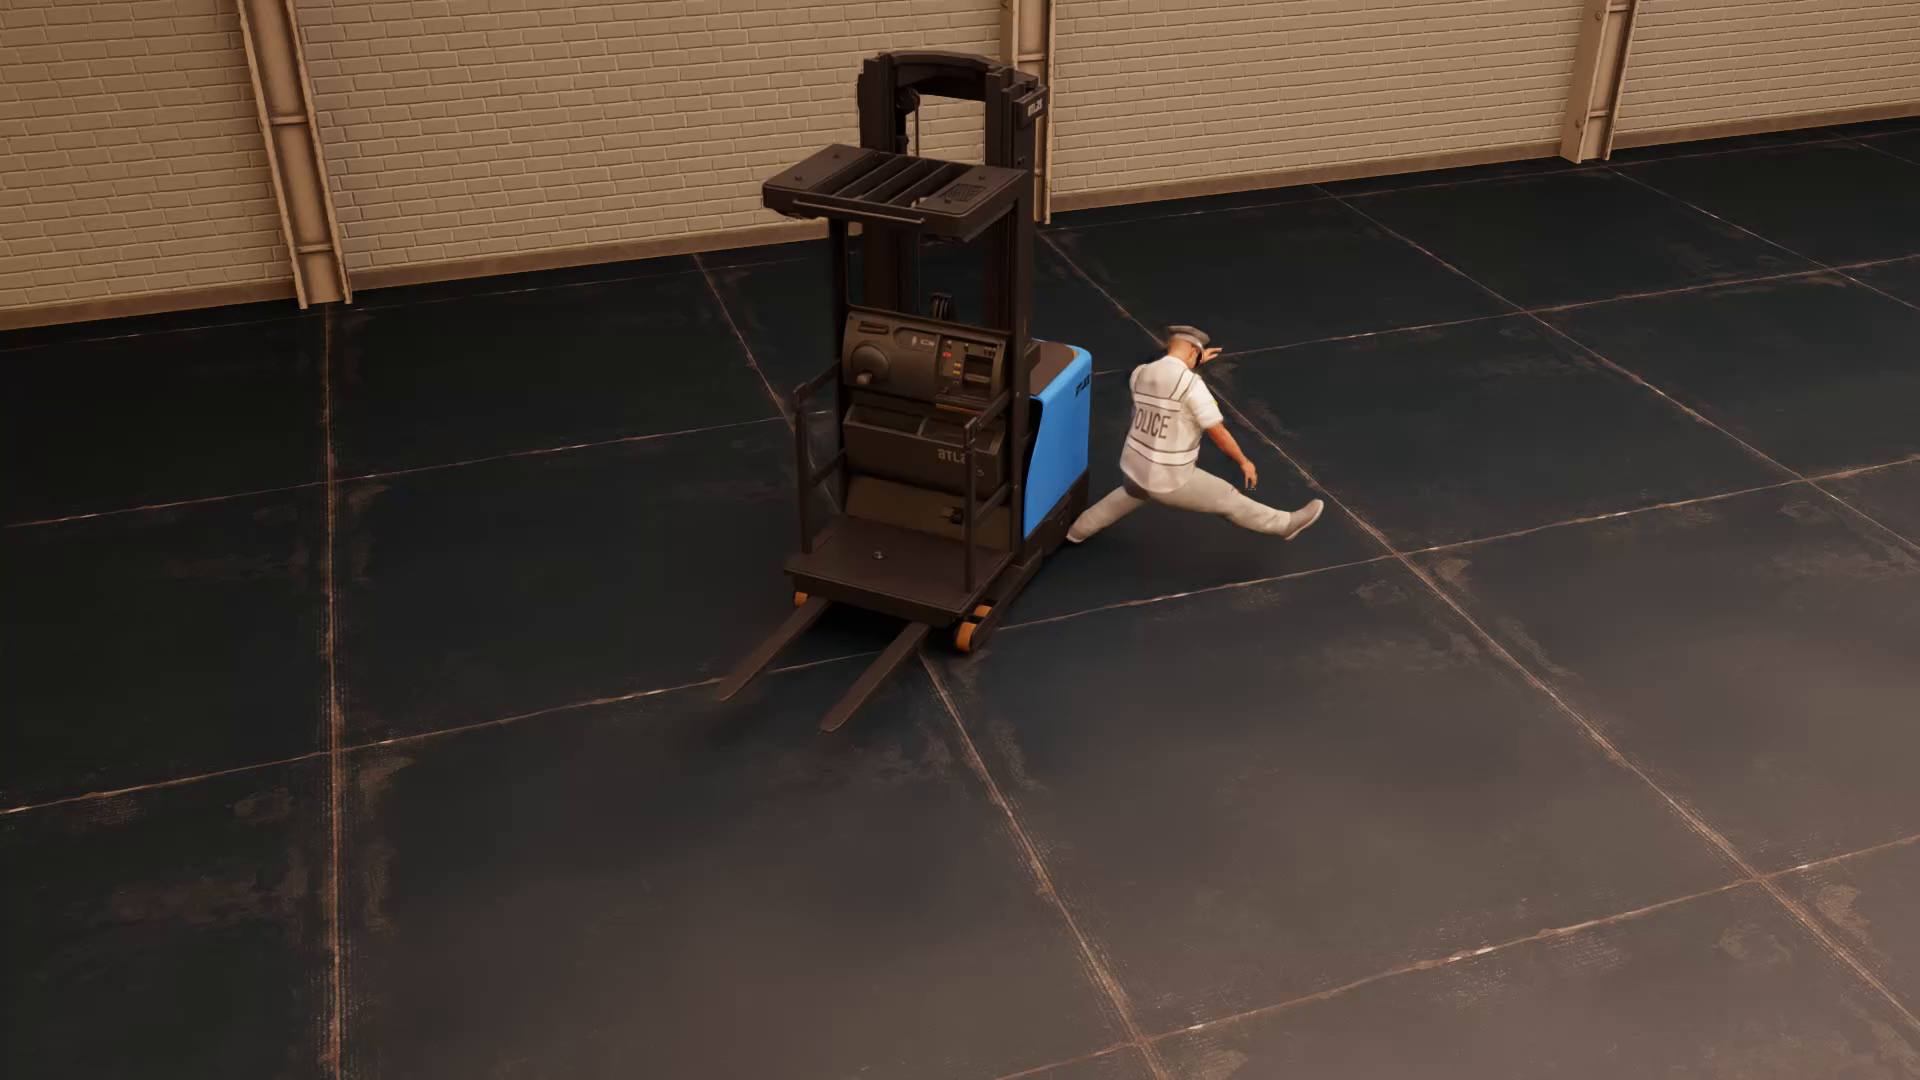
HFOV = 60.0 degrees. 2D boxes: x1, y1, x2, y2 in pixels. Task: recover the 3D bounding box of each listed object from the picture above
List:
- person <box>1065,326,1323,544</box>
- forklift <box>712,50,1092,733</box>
[{"bbox_3d":[1.343,-0.553,9.596,1.179,1.478,1.104,-18,34,-28],"label":"person"},{"bbox_3d":[-0.285,-0.910,8.668,1.130,2.935,3.031,13,32,21],"label":"forklift"}]
